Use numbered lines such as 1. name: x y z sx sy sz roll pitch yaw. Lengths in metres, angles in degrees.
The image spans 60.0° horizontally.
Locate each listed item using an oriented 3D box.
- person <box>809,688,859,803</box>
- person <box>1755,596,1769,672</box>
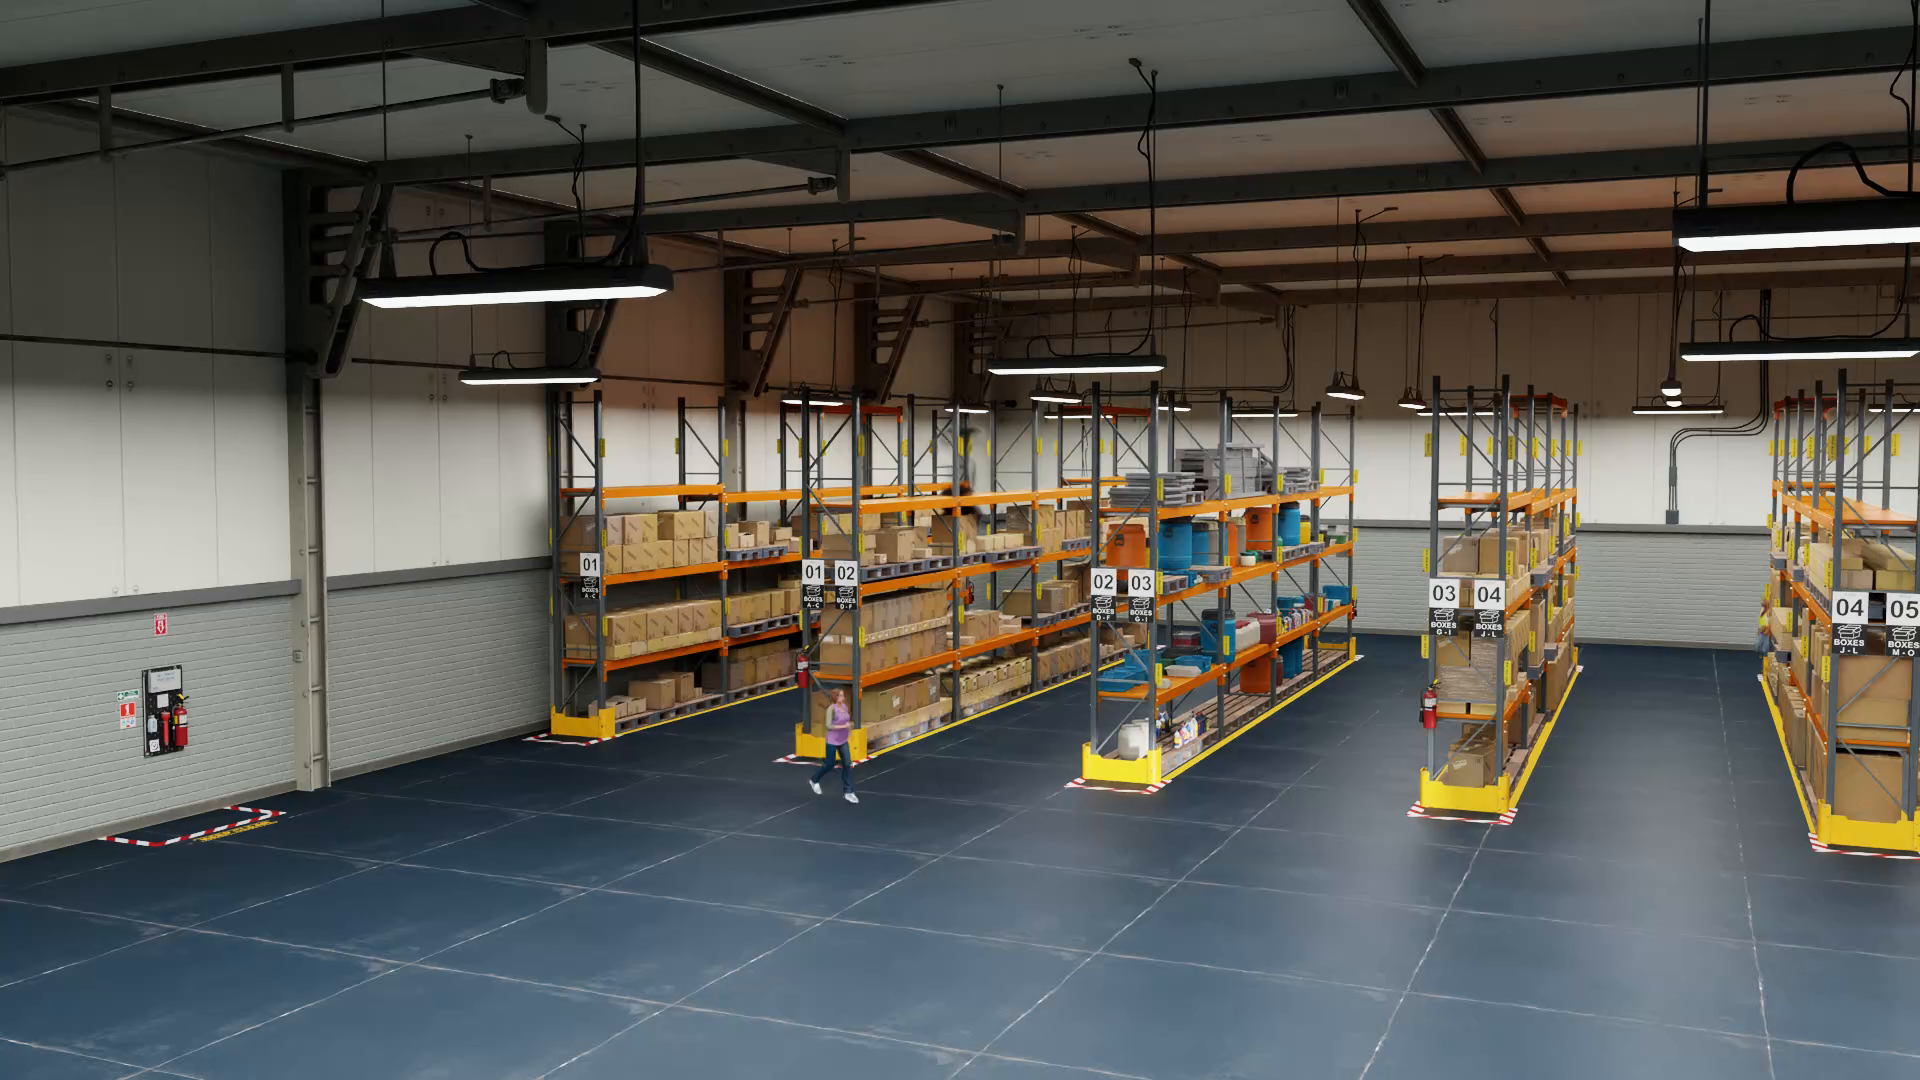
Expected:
1. person: -1.770 2.994 23.528 0.890 1.357 0.534 3 4 39
2. person: 18.017 2.095 37.069 0.616 1.731 0.686 0 3 -7
